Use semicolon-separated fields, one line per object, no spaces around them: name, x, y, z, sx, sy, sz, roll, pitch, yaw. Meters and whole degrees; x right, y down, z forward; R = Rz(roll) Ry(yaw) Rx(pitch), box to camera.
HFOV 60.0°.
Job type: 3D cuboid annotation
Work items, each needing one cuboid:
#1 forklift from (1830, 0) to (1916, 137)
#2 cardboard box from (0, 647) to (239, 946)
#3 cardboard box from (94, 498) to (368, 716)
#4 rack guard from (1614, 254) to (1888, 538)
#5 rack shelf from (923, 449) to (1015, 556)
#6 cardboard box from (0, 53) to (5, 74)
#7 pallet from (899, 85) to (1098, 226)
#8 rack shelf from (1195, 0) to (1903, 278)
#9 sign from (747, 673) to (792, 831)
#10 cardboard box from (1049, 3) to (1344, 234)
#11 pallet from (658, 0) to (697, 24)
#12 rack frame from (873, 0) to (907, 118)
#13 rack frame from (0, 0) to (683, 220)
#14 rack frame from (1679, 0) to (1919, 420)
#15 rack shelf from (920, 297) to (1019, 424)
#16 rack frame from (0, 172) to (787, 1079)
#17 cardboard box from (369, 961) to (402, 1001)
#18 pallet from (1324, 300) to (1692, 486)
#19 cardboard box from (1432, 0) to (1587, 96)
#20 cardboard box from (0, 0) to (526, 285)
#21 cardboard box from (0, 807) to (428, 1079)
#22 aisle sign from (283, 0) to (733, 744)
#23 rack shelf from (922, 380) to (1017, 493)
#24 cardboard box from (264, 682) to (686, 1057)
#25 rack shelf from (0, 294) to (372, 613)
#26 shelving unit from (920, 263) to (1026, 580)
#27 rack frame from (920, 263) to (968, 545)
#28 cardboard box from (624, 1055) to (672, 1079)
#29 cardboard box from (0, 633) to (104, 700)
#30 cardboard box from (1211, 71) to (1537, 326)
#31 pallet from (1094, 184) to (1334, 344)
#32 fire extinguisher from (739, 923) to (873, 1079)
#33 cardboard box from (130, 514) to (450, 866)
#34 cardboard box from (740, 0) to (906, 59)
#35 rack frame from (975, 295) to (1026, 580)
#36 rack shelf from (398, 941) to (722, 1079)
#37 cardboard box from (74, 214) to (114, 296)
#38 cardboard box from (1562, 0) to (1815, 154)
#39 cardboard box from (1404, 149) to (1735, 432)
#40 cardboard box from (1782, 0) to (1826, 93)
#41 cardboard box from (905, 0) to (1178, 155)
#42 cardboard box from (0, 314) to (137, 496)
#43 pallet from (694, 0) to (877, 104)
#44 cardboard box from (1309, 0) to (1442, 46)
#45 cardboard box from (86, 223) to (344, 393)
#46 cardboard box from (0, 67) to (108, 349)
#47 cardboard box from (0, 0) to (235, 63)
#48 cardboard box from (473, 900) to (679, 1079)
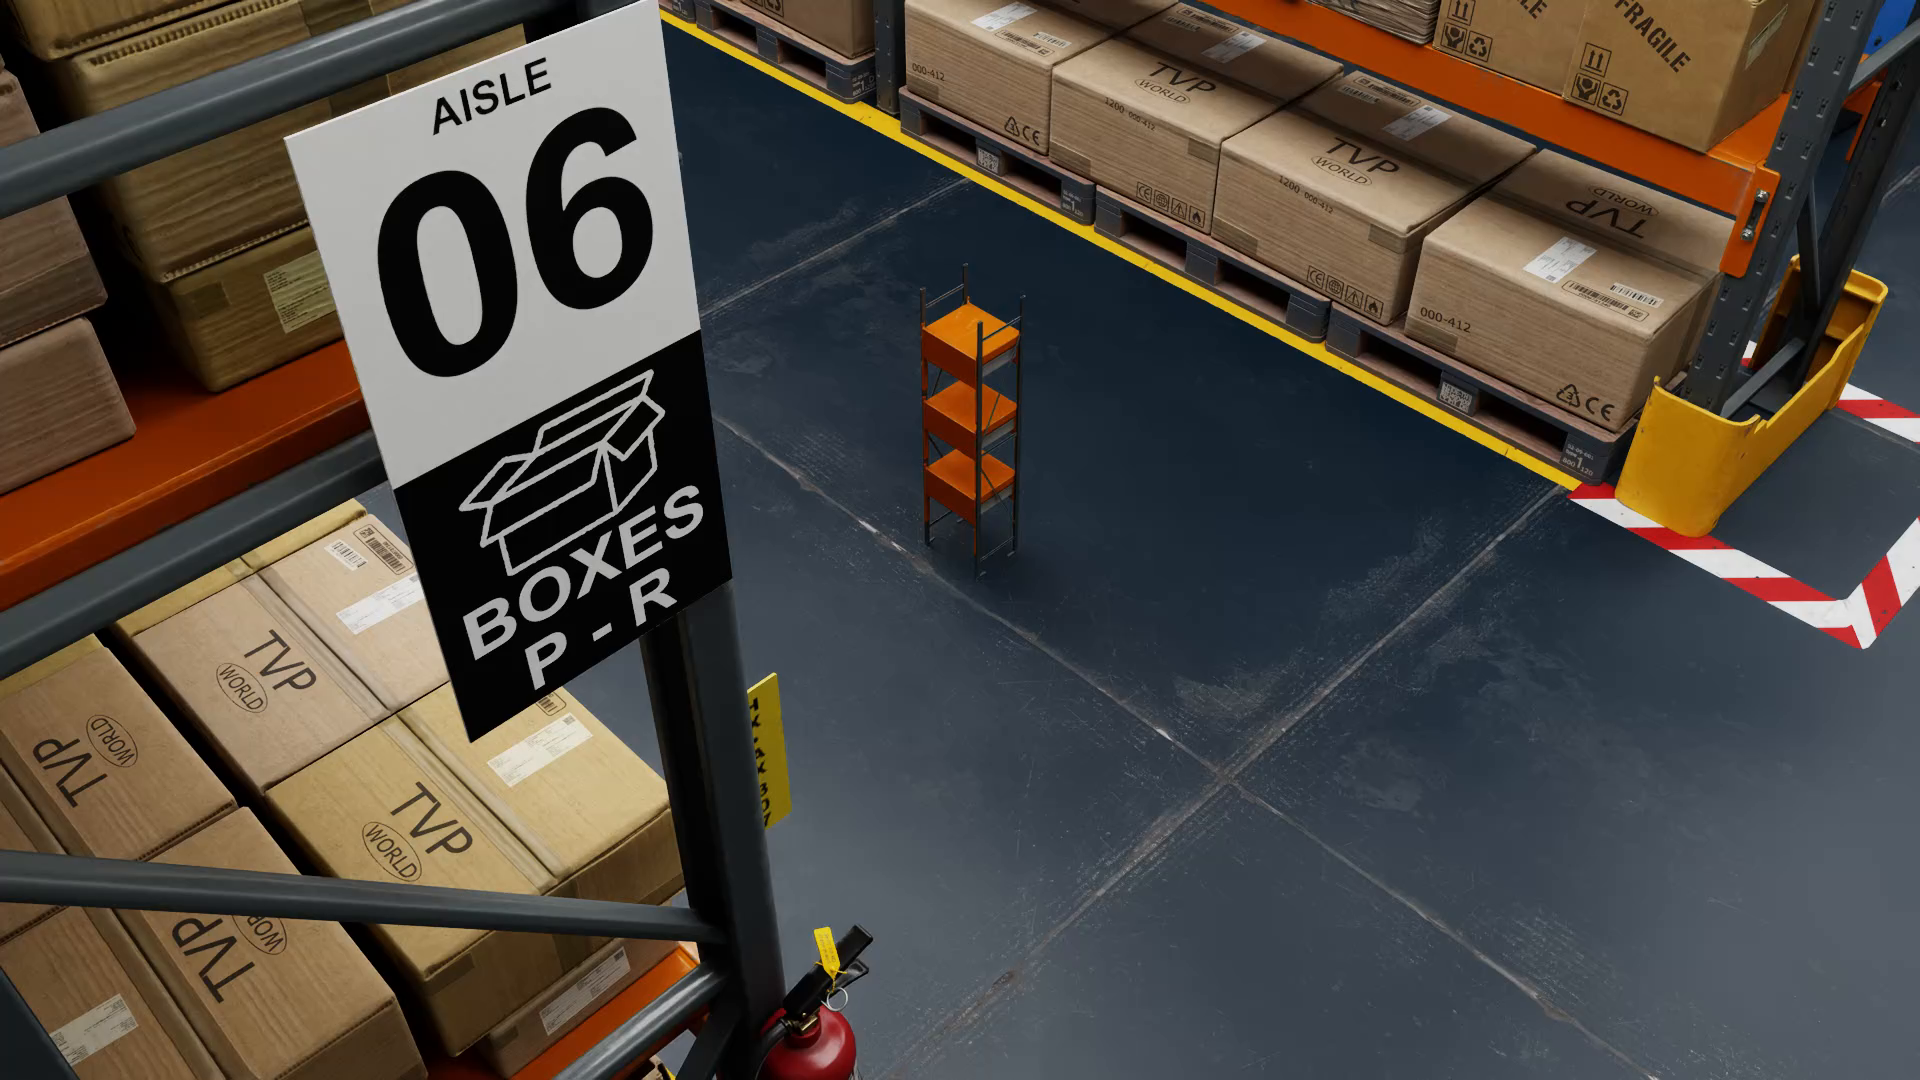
forklift;3.091;-3.698;7.593;1.130;2.935;3.031;-29;50;-28
cardboard box;-1.567;0.520;2.868;0.500;0.250;0.500;-34;52;-31
cardboard box;-1.537;0.031;3.397;0.500;0.250;0.500;33;52;31
rack guard;2.838;-0.534;5.960;1.175;0.500;0.348;-34;53;-31
rack shelf;0.038;-0.148;5.562;0.215;0.259;0.240;-34;53;-31
cardboard box;-1.202;-0.502;1.396;0.500;0.250;0.500;33;52;30
pallet;0.478;-1.959;7.714;1.003;0.211;1.213;-34;53;-31
rack shelf;1.408;-2.161;6.408;1.077;0.370;4.000;-34;53;-31
sign;-0.307;0.339;2.535;0.100;0.325;0.005;-34;53;-31
cardboard box;0.996;-1.816;7.084;0.875;0.438;0.875;33;52;30
pallet;-1.468;-3.283;9.147;1.003;0.211;1.213;-34;53;-31
rack frame;-0.004;-3.386;7.204;1.000;3.000;0.127;-34;53;-31
rack frame;-0.691;-1.287;0.512;1.000;3.000;0.127;-34;53;-31
rack frame;2.821;-1.464;5.124;1.000;3.000;0.127;-34;53;-31
rack shelf;0.038;-0.561;5.180;0.215;0.259;0.240;-34;53;-31
rack frame;-0.691;0.917;2.548;1.000;3.000;0.127;-34;53;-31
cardboard box;-0.941;0.620;3.054;0.380;0.149;0.250;-33;52;-30
pallet;2.201;-0.786;6.446;1.003;0.211;1.213;-34;53;-31
cardboard box;1.949;-1.854;5.472;0.500;0.500;0.500;33;52;31
cardboard box;-0.811;-0.583;1.852;0.500;0.250;0.500;34;52;31
cardboard box;-1.204;0.769;2.599;0.500;0.250;0.500;-33;52;-30
aisle sign;-0.435;-0.146;1.782;0.394;0.787;0.004;-34;53;-31
rack shelf;0.038;-0.352;5.373;0.215;0.259;0.240;-34;53;-31
cardboard box;-0.821;0.515;2.873;0.500;0.250;0.500;-34;52;-31
rack shelf;-2.103;-0.882;2.814;1.077;0.370;4.000;-34;53;-31
shelving unit;0.038;-0.360;5.366;0.215;1.050;0.252;-34;53;-31
rack frame;-0.048;-0.419;5.429;0.200;1.050;0.008;-34;53;-31
cardboard box;-1.056;1.340;3.620;0.637;0.503;0.797;32;52;30
cardboard box;-1.913;0.280;3.128;0.500;0.250;0.500;-32;52;-30
cardboard box;1.632;-1.382;6.614;0.875;0.438;0.875;-33;52;-30
pallet;1.343;-1.373;7.080;1.003;0.211;1.213;-34;53;-31
fire extinguisher;-0.260;0.931;2.864;0.296;0.674;0.183;-34;53;-31
cardboard box;-1.177;0.273;3.135;0.500;0.250;0.500;-34;52;-31
cardboard box;-0.498;-3.019;8.064;0.875;0.875;0.875;-32;52;-30
rack frame;0.124;-0.301;5.302;0.200;1.050;0.008;-34;53;-31
rack shelf;-2.103;0.220;3.832;1.077;0.370;4.000;-34;53;-31
cardboard box;-0.955;-0.471;2.024;0.380;0.149;0.250;-33;52;-31
cardboard box;2.293;-1.606;5.204;0.500;0.500;0.500;-34;52;-31
cardboard box;2.284;-0.946;6.142;0.875;0.438;0.875;32;52;30
cardboard box;2.685;-1.869;5.489;0.500;0.500;0.500;34;52;31
cardboard box;0.363;-2.246;7.549;0.875;0.438;0.875;33;52;31
cardboard box;-1.081;-0.136;1.661;0.380;0.149;0.250;-33;52;-30
pallet;-0.602;-2.696;8.513;1.003;0.211;1.213;-34;53;-31
cardboard box;1.579;-2.096;5.735;0.500;0.500;0.500;-33;52;-30
cardboard box;-0.751;-0.357;1.901;0.380;0.149;0.250;-33;52;-30
cardboard box;-1.198;-0.322;1.570;0.500;0.250;0.500;33;52;31
cardboard box;-0.826;-0.756;1.671;0.500;0.250;0.500;34;52;31
cardboard box;-0.729;0.720;2.946;0.250;0.149;0.380;34;52;31
